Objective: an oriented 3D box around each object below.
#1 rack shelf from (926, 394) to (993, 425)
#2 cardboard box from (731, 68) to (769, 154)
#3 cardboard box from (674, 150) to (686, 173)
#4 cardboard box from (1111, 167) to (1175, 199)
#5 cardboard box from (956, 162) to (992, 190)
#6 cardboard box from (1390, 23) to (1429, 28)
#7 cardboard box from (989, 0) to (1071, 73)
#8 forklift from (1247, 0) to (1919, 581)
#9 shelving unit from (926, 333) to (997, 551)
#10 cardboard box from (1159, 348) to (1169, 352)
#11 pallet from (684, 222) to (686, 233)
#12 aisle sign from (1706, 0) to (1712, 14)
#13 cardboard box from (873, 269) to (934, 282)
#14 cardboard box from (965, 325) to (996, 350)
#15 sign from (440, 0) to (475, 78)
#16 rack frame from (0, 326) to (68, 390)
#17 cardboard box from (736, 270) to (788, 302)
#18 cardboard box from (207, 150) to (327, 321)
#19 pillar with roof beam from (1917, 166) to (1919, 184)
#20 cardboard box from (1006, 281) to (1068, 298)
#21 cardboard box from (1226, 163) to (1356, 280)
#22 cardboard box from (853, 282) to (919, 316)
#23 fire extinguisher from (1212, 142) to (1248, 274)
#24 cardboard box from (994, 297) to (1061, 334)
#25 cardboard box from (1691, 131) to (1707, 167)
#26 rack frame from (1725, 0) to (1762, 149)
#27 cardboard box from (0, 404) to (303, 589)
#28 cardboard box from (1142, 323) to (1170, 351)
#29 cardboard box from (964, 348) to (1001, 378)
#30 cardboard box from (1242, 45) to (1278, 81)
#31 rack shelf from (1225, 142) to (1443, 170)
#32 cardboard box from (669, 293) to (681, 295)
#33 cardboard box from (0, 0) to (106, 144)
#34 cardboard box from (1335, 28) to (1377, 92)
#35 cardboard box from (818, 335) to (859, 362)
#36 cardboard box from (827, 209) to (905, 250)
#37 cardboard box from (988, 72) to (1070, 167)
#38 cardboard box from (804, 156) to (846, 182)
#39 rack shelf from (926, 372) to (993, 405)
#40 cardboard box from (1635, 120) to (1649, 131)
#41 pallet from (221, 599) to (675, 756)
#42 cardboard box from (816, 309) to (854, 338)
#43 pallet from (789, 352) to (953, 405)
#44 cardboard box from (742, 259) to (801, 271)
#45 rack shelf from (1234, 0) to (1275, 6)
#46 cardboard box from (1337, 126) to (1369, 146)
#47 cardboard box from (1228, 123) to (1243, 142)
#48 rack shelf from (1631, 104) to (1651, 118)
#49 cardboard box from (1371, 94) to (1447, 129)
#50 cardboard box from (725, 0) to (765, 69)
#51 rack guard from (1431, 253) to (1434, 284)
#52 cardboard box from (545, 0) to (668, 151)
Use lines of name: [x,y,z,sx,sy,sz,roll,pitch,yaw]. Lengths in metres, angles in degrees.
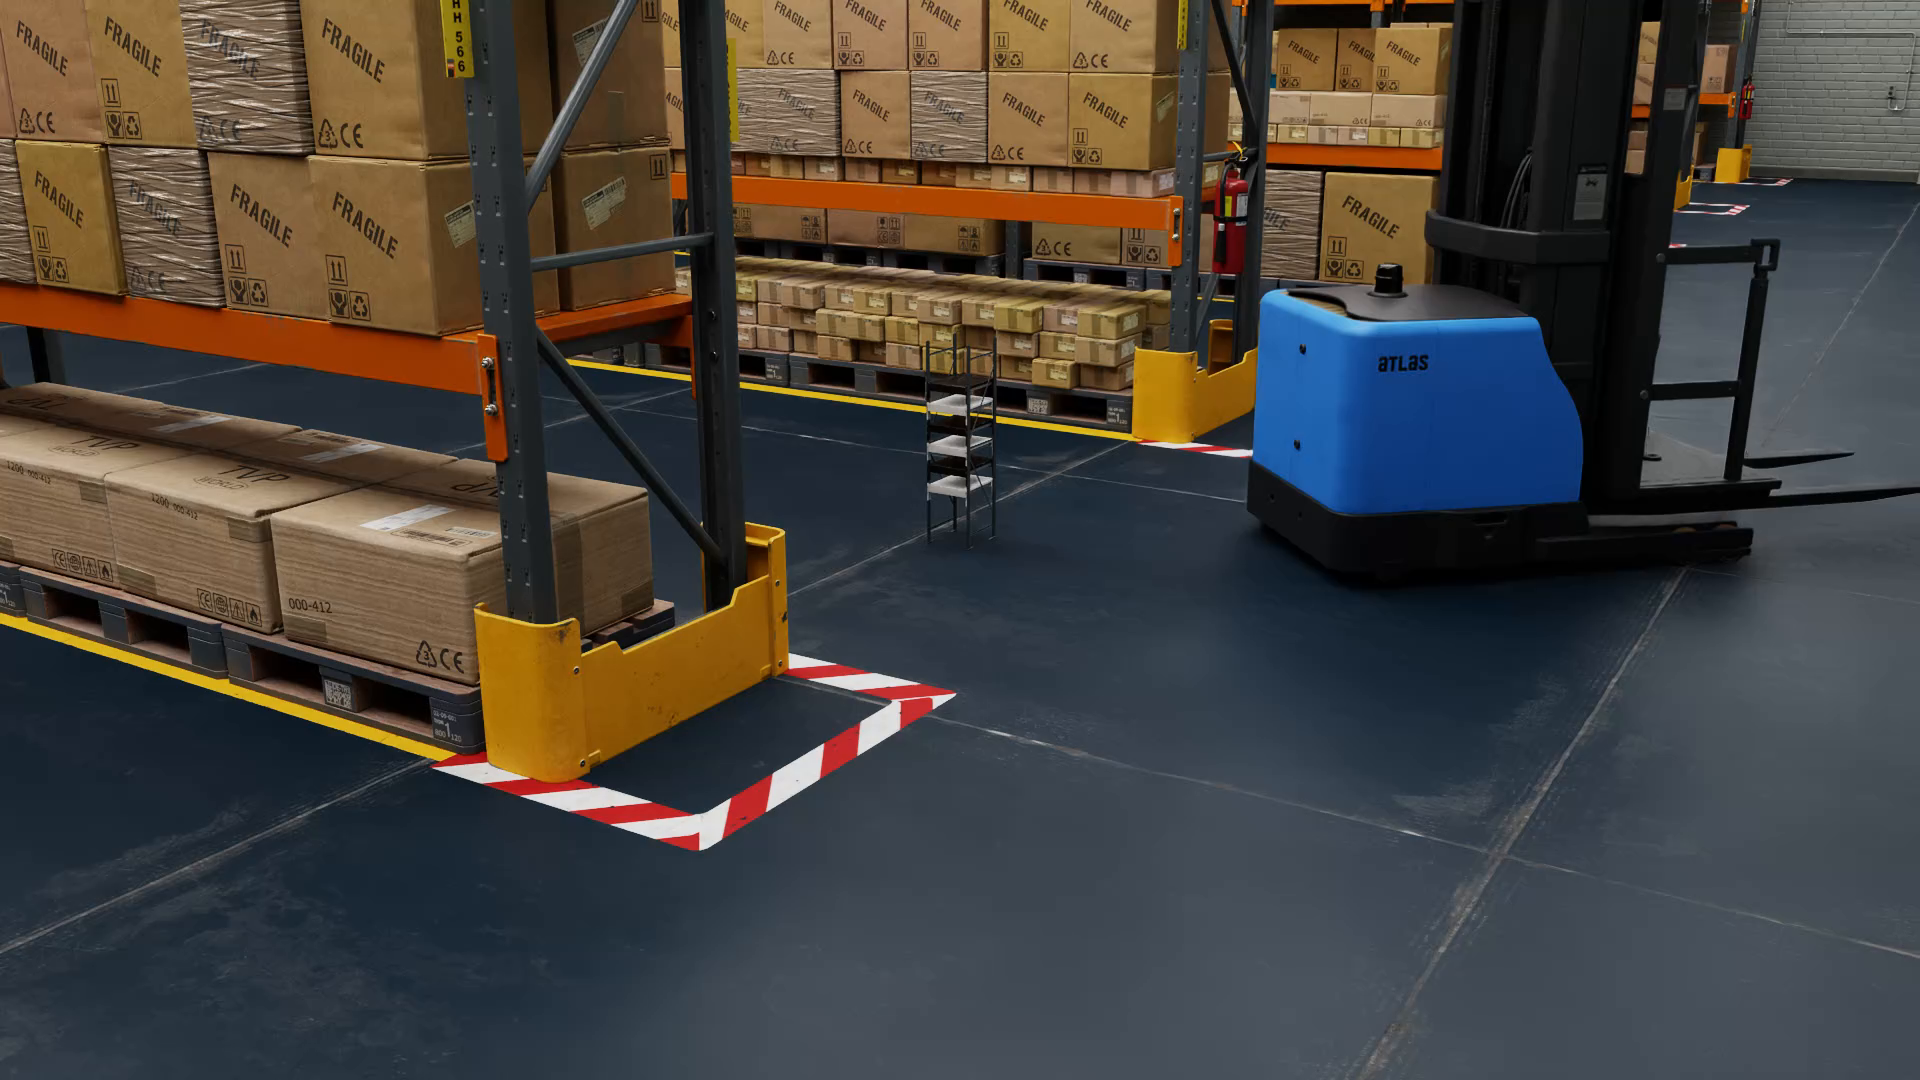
rack shelf: [0.007,-0.570,7.204,0.200,0.077,0.258,10,20,30]
cardboard box: [-1.241,-2.702,10.430,0.500,0.500,0.500,10,20,30]
cardboard box: [-1.628,-2.457,10.742,0.250,0.149,0.380,11,20,32]
cardboard box: [1.026,-1.974,9.150,0.250,0.149,0.380,10,20,30]
cardboard box: [0.173,-2.136,9.683,0.250,0.149,0.380,9,19,28]
cardboard box: [6.167,-6.773,22.627,0.500,0.500,0.500,11,20,31]
cardboard box: [0.500,-2.868,9.257,0.500,0.500,0.500,9,19,28]
forklift: [2.879,-1.436,7.066,3.031,2.935,1.130,-4,17,-12]
shelving unit: [0.007,-0.429,7.246,0.210,0.900,0.258,10,20,30]
cardboard box: [1.173,-1.110,10.057,0.250,0.149,0.380,11,20,31]
pallet: [-3.349,-3.329,17.978,1.213,0.211,1.003,10,20,30]
aisle sign: [9.533,-7.086,21.076,0.004,0.787,0.394,10,20,30]
cardboard box: [-0.368,-1.674,10.891,0.250,0.149,0.380,9,19,28]
cardboard box: [0.234,-1.248,9.999,0.250,0.149,0.380,10,19,29]
sign: [-1.349,-1.408,4.456,0.005,0.325,0.100,10,20,30]
rack frame: [-4.461,-1.481,7.097,0.127,3.000,1.000,10,20,30]
cardboard box: [-1.327,-1.658,10.836,0.250,0.149,0.380,10,19,29]
cardboard box: [-2.022,-1.009,5.369,0.500,0.500,0.500,10,19,29]
pillar with roof beam: [12.411,-8.615,20.261,0.400,9.000,9.100,10,20,30]
cardboard box: [0.483,-1.499,10.314,0.250,0.149,0.380,9,19,27]
cardboard box: [2.771,-2.727,14.133,0.875,0.875,0.875,10,20,30]
cardboard box: [-0.454,-1.496,10.305,0.250,0.149,0.380,10,20,30]
fire extinguisher: [1.425,-1.746,8.743,0.183,0.674,0.296,10,20,30]
cardboard box: [0.397,-1.314,9.704,0.250,0.149,0.380,10,19,29]
cardboard box: [11.261,-6.094,25.861,0.500,0.500,0.700,10,20,30]
rack frame: [11.910,-7.008,25.290,0.127,3.000,1.000,10,20,30]
cardboard box: [-3.219,-0.198,6.558,0.875,0.438,0.875,9,19,28]
cardboard box: [1.139,-1.237,9.962,0.250,0.149,0.380,11,20,32]
cardboard box: [0.224,-1.089,9.989,0.250,0.149,0.380,10,20,31]
cardboard box: [4.375,-6.891,24.011,0.500,0.500,0.700,5,18,16]
rack shelf: [2.429,-3.287,14.280,4.000,0.370,1.077,10,20,30]
cardboard box: [-1.815,-1.567,11.051,0.250,0.149,0.380,11,20,33]
cardboard box: [-2.896,-1.639,5.723,0.500,0.500,0.500,10,20,30]
cardboard box: [3.440,-3.973,13.754,0.500,0.500,0.500,10,19,29]
cardboard box: [-0.688,-1.237,10.476,0.250,0.149,0.380,10,19,29]
cardboard box: [-0.593,-3.348,16.176,0.875,0.875,1.225,9,19,28]
cardboard box: [0.498,-2.389,9.400,0.500,0.500,0.500,10,19,29]
cardboard box: [-0.739,-2.290,10.191,0.250,0.149,0.380,11,20,32]
rack shelf: [0.007,-0.656,7.178,0.200,0.077,0.258,10,20,30]
cardboard box: [10.828,-6.550,26.246,0.250,0.149,0.380,10,20,31]
pallet: [-1.775,0.359,5.836,1.213,0.211,1.003,10,20,30]
cardboard box: [-0.694,-1.379,10.432,0.250,0.149,0.380,10,20,30]
pallet: [-0.322,-1.110,10.671,1.213,0.211,1.003,10,20,30]
cardboard box: [-1.279,-1.825,11.389,0.250,0.149,0.380,10,20,31]
rack shelf: [5.021,-5.949,17.882,4.000,0.370,1.077,10,20,30]
cardboard box: [3.221,-3.257,13.376,0.250,0.149,0.380,10,20,30]
cardboard box: [2.355,-3.412,13.886,0.250,0.149,0.380,11,20,31]
rack shelf: [7.617,-5.740,22.355,4.000,0.370,1.077,10,20,30]
cardboard box: [3.582,-3.406,13.179,0.500,0.250,0.500,10,19,29]
cardboard box: [-1.250,-3.187,10.309,0.500,0.500,0.500,9,19,28]
rack guard: [4.154,-2.128,13.525,0.348,0.500,1.175,10,20,30]
cardboard box: [-1.313,-1.543,5.407,0.500,0.500,0.500,10,19,29]
